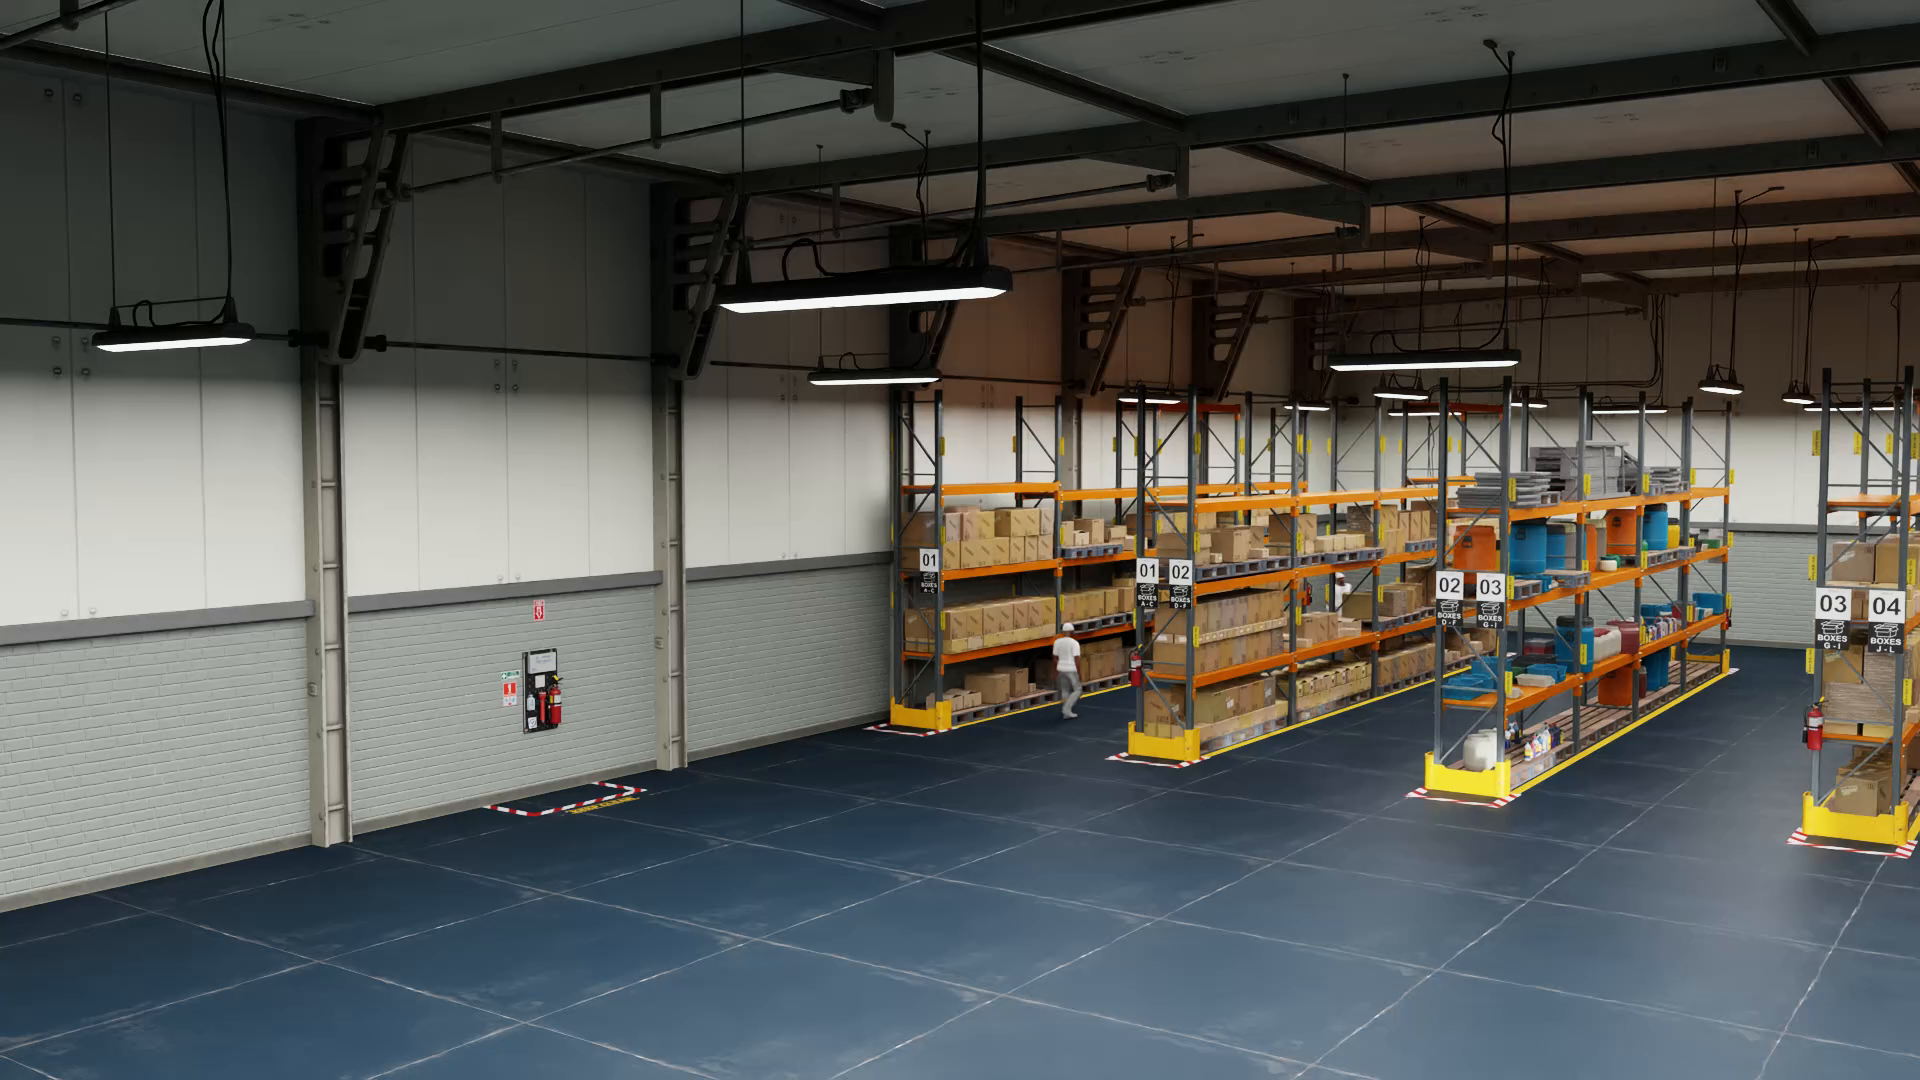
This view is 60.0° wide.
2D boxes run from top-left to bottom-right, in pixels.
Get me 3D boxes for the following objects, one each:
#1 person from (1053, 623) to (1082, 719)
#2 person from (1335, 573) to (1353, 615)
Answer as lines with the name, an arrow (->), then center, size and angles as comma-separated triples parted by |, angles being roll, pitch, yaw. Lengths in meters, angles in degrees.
person -> 1.964, 2.412, 30.537 | 0.595, 1.762, 0.531 | 2, 4, 37
person -> 9.855, 1.717, 42.728 | 0.551, 1.756, 0.922 | -1, 3, -10
